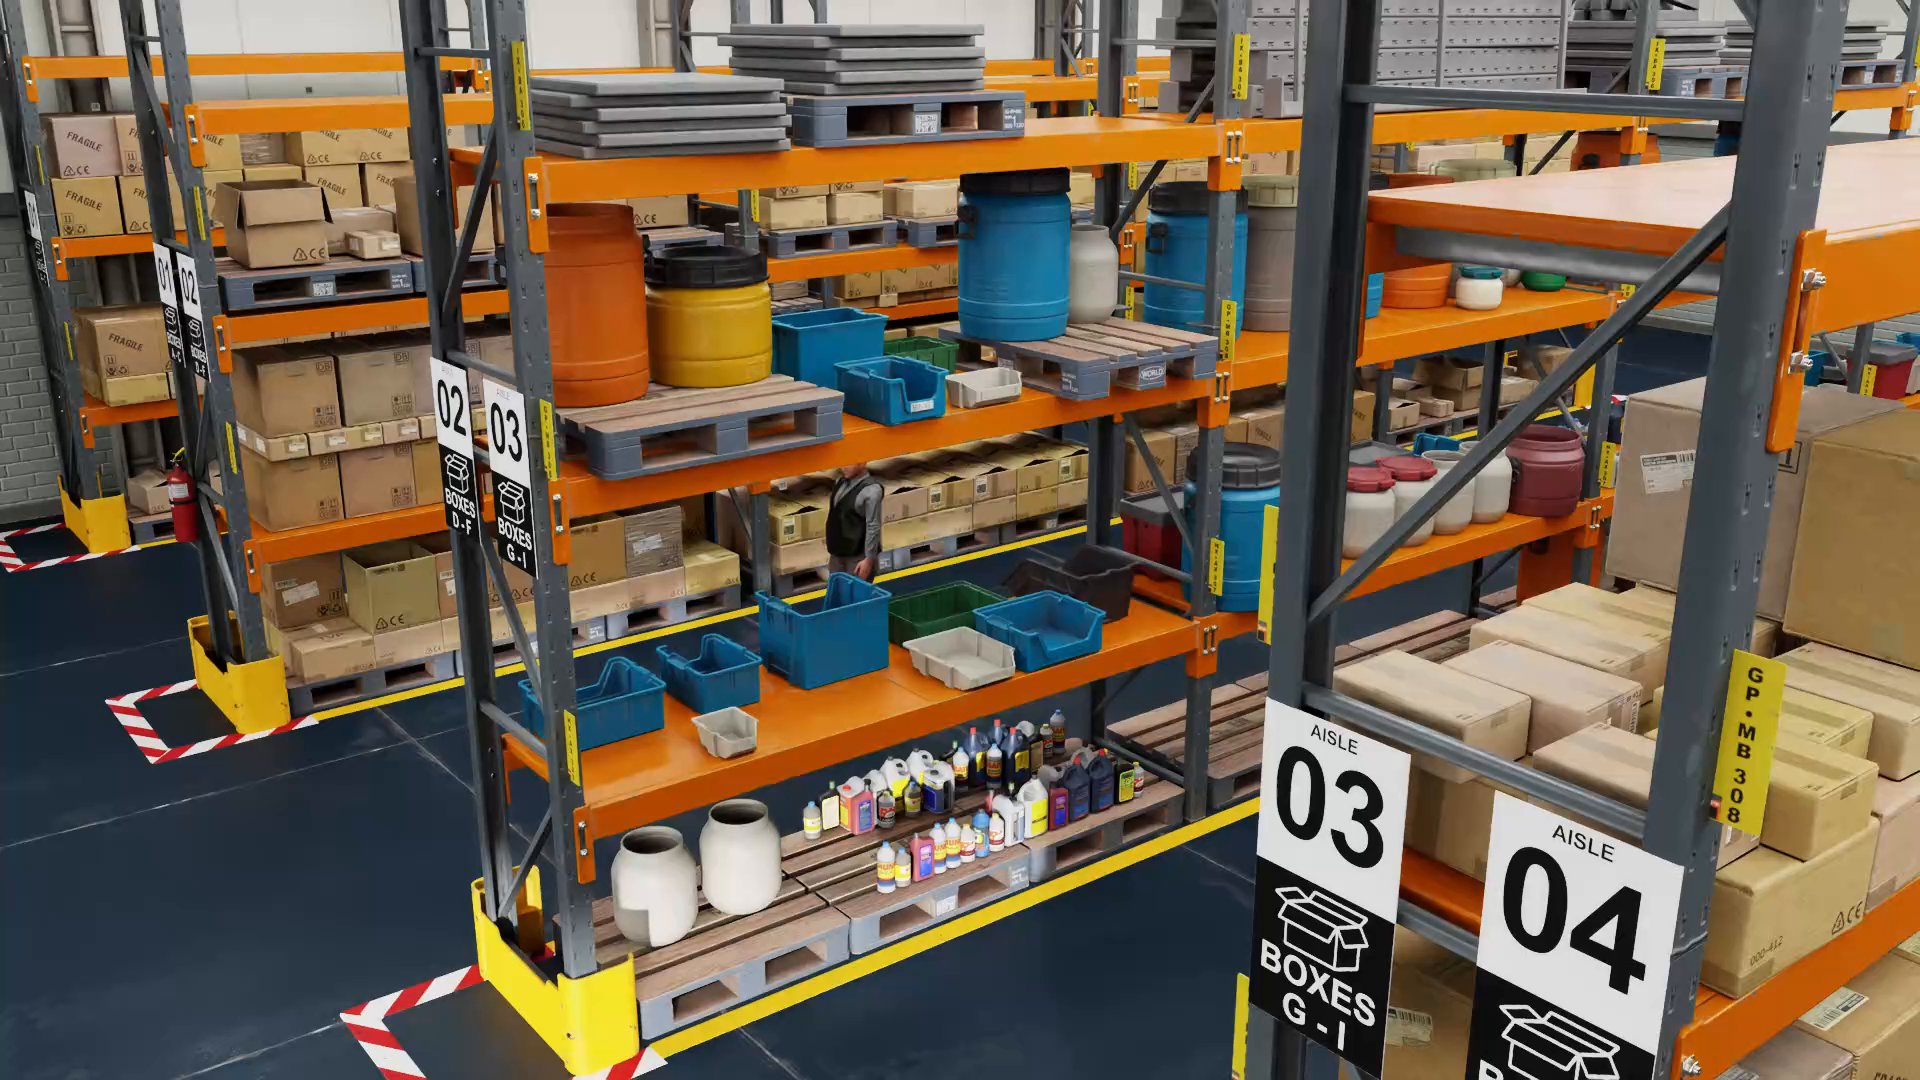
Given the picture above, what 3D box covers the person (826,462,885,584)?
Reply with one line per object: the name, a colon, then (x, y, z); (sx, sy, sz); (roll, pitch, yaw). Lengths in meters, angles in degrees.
person: (-0.772, 0.125, 12.217); (0.357, 1.713, 0.534); (-13, 22, -35)
